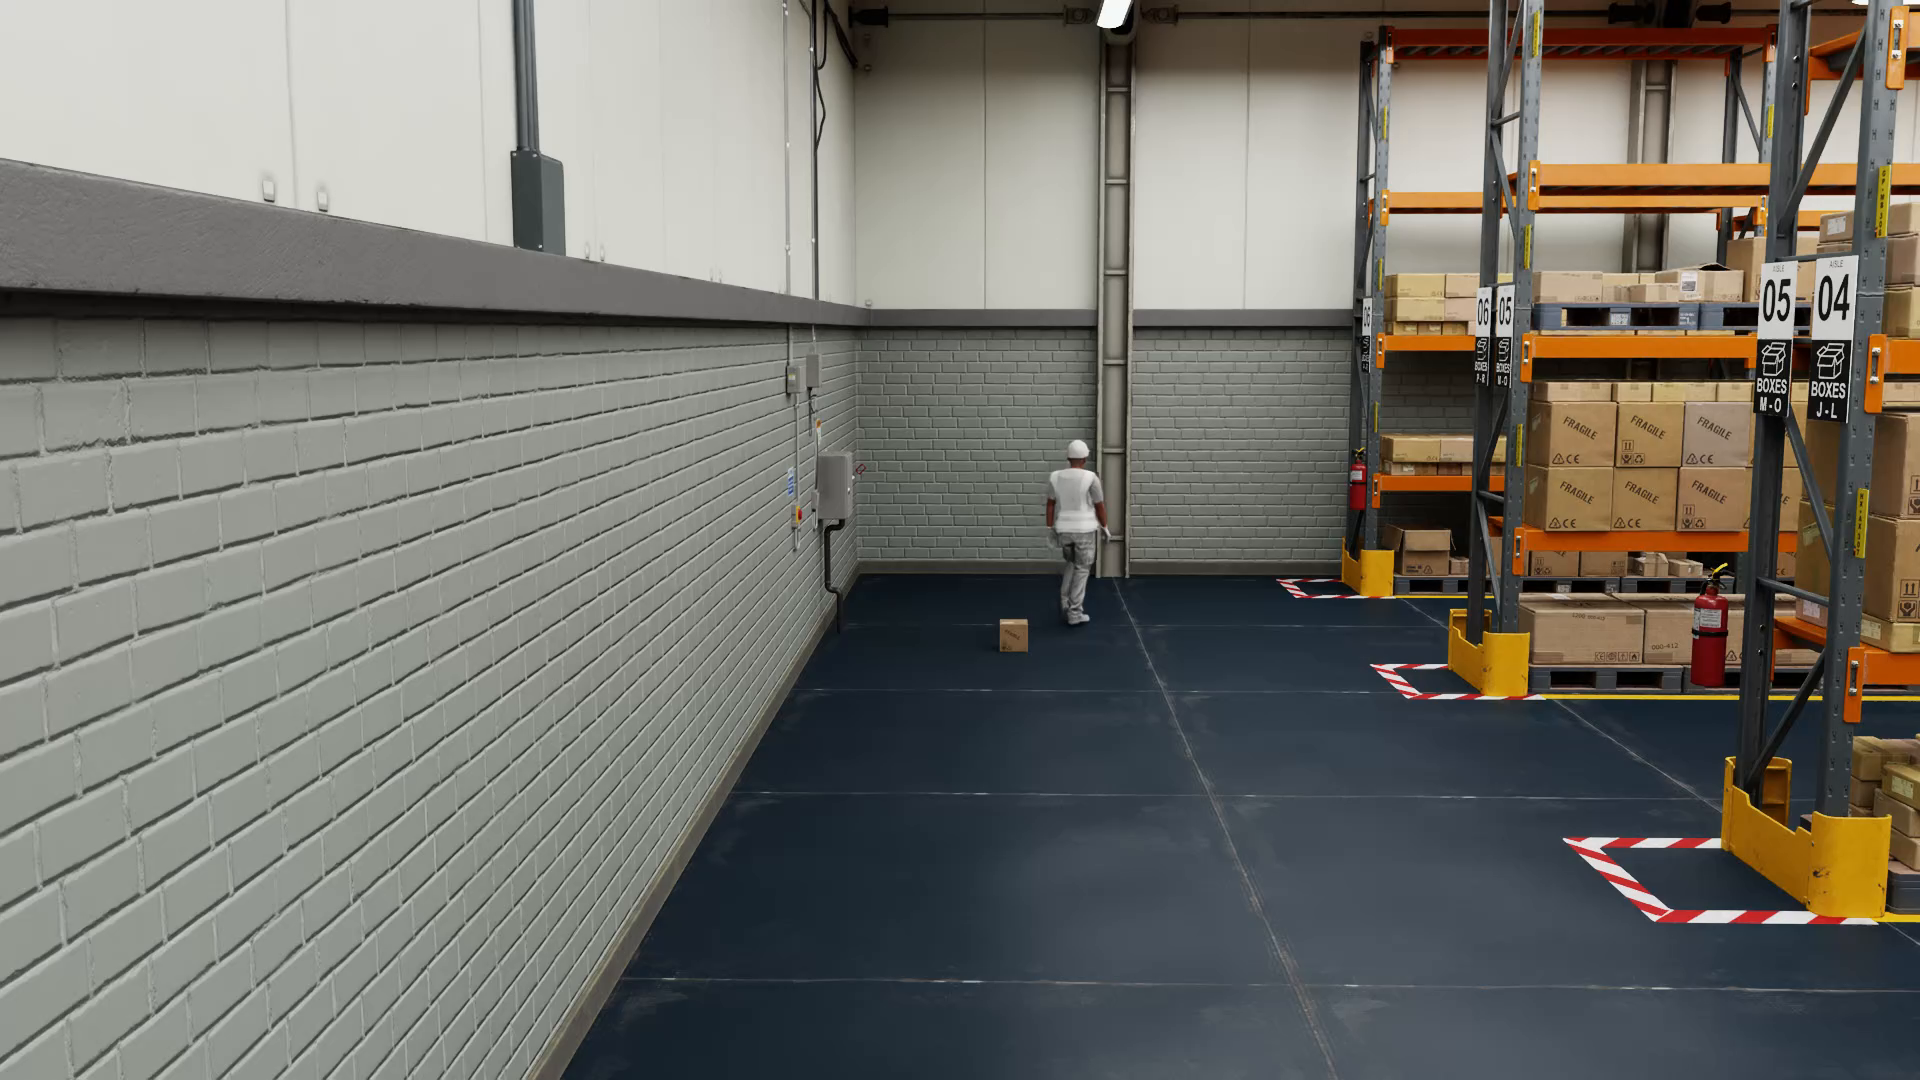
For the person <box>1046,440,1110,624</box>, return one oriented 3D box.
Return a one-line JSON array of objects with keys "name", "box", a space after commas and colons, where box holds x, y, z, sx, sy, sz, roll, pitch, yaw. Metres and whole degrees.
[{"name": "person", "box": [1.150, -0.058, 16.181, 0.564, 1.837, 0.486, 5, 9, 33]}]
